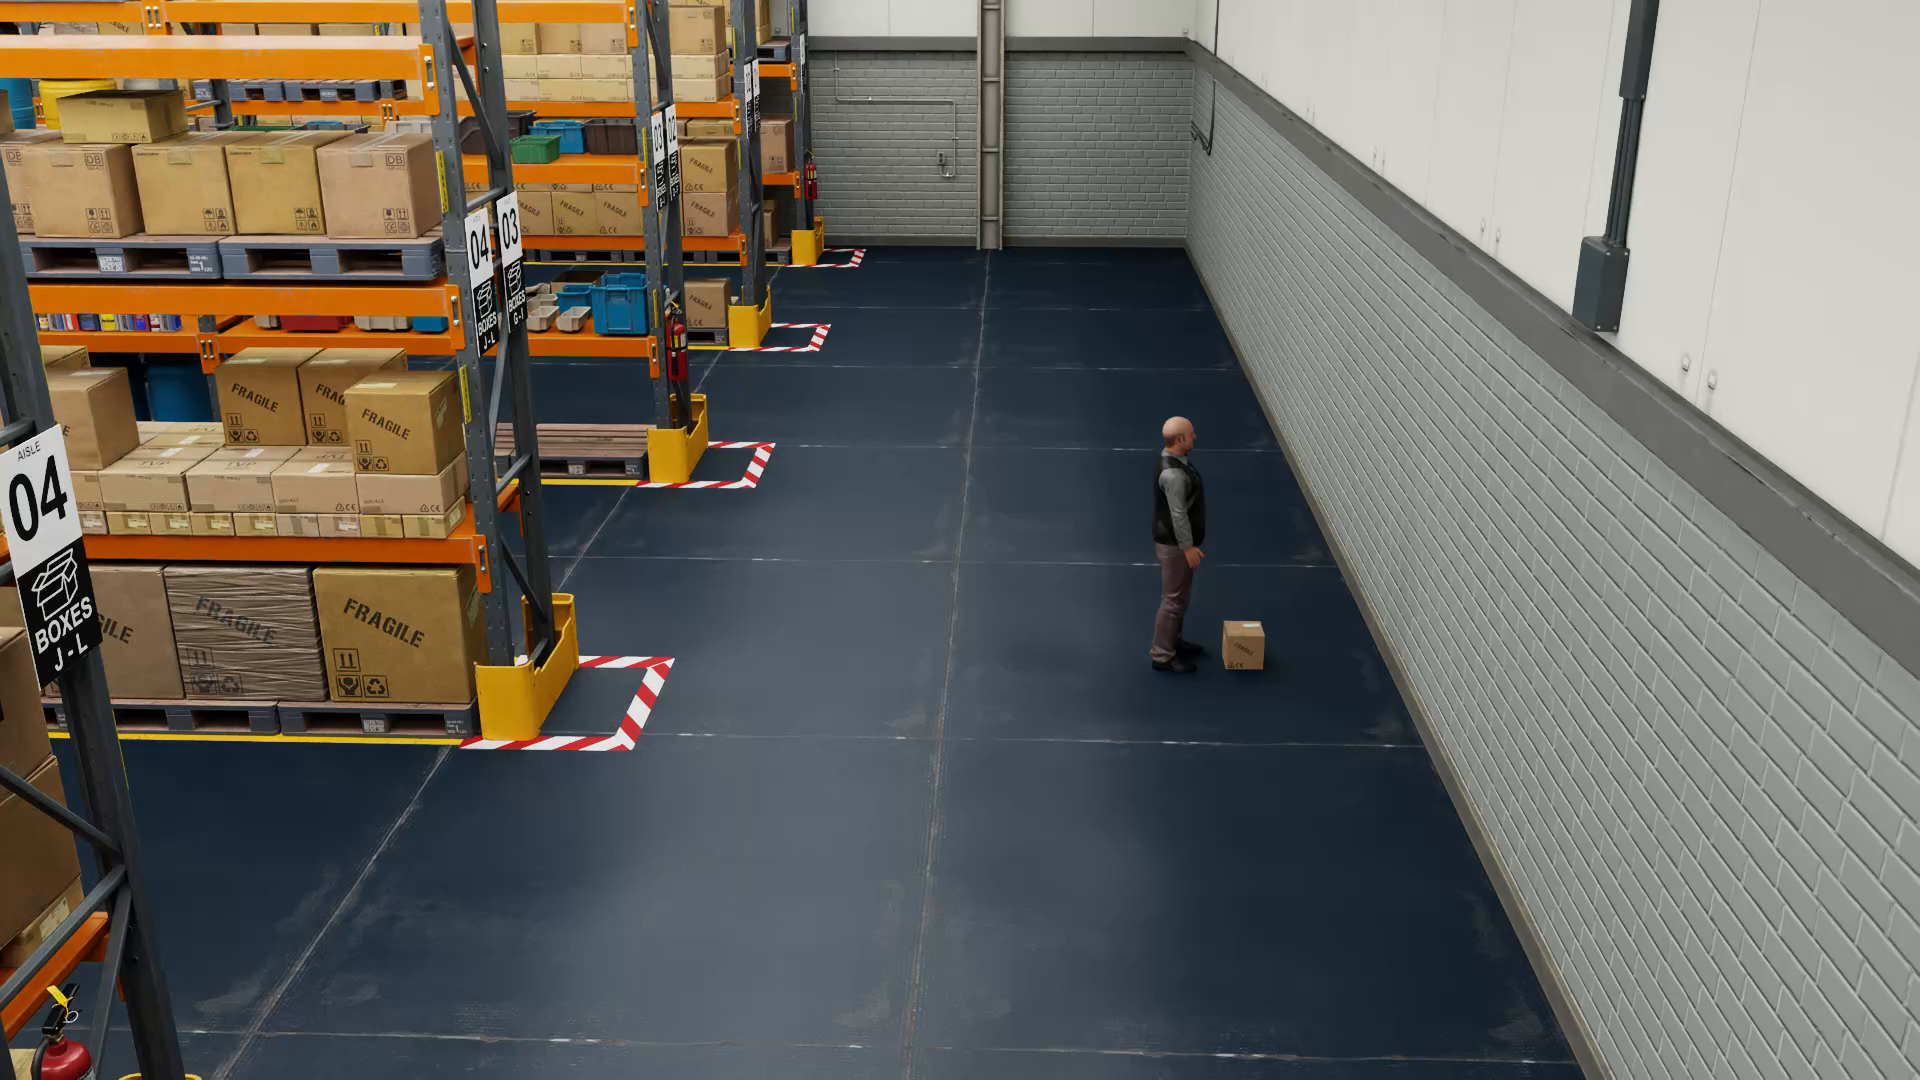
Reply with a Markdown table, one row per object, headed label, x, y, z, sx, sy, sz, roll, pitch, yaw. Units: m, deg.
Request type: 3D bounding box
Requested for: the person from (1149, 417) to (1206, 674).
| label | x | y | z | sx | sy | sz | roll | pitch | yaw |
| --- | --- | --- | --- | --- | --- | --- | --- | --- | --- |
| person | 1.471 | 0.018 | 11.076 | 0.405 | 1.734 | 0.545 | 1 | 21 | 3 |
